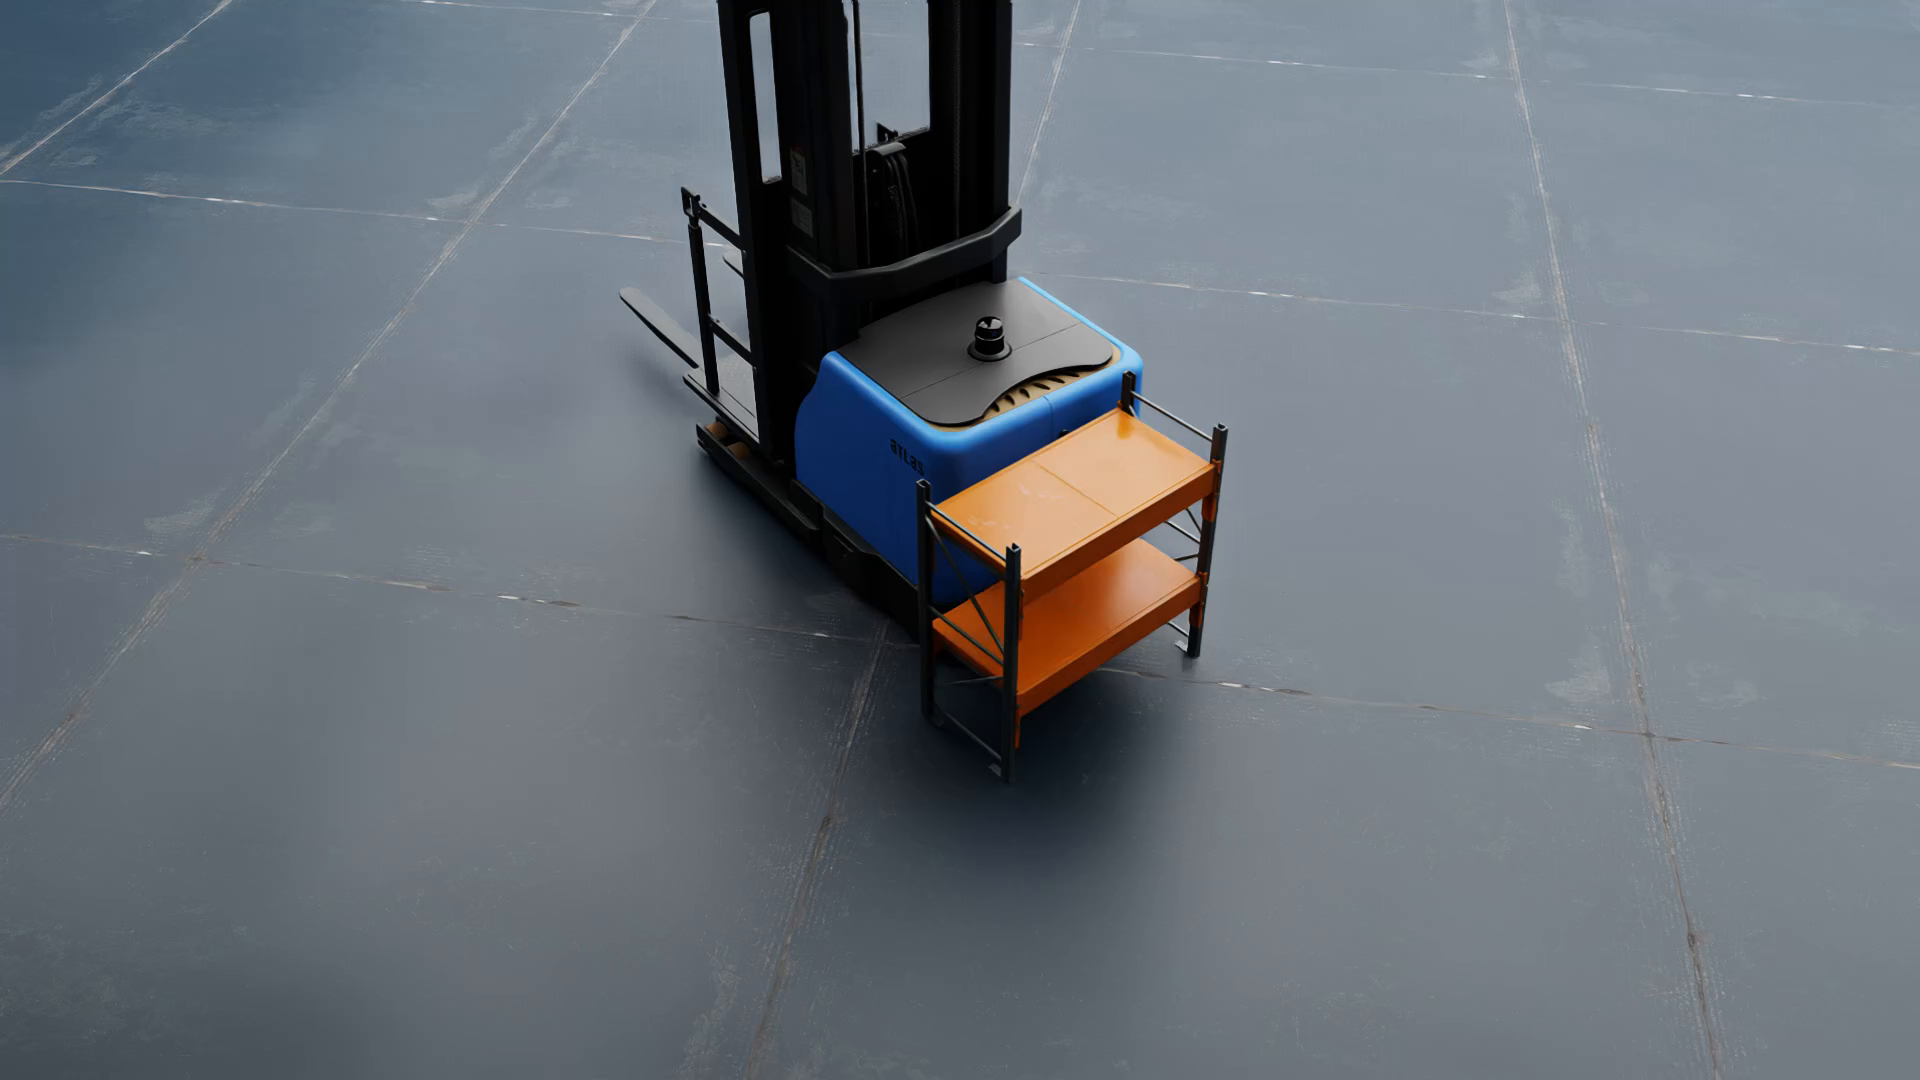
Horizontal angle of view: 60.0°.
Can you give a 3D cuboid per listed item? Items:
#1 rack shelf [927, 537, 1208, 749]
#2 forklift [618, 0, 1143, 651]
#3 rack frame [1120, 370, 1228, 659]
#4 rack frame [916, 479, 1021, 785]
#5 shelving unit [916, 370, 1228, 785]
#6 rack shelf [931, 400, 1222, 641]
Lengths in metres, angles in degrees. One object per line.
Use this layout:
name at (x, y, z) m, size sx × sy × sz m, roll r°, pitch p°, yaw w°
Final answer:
rack shelf at (0.406, 0.321, 6.363) m, size 1.000 × 0.278 × 0.538 m, roll -29°, pitch 48°, yaw -31°
forklift at (-0.557, -1.578, 6.858) m, size 1.130 × 2.935 × 3.031 m, roll -26°, pitch 46°, yaw -28°
rack frame at (0.787, -0.082, 6.466) m, size 0.032 × 1.125 × 0.500 m, roll -29°, pitch 48°, yaw -31°
rack frame at (0.025, 0.347, 5.948) m, size 0.032 × 1.125 × 0.500 m, roll -29°, pitch 48°, yaw -31°
shelving unit at (0.406, 0.132, 6.207) m, size 1.048 × 1.125 × 0.538 m, roll -29°, pitch 48°, yaw -31°
rack shelf at (0.406, -0.093, 6.021) m, size 1.000 × 0.278 × 0.538 m, roll -29°, pitch 48°, yaw -31°
